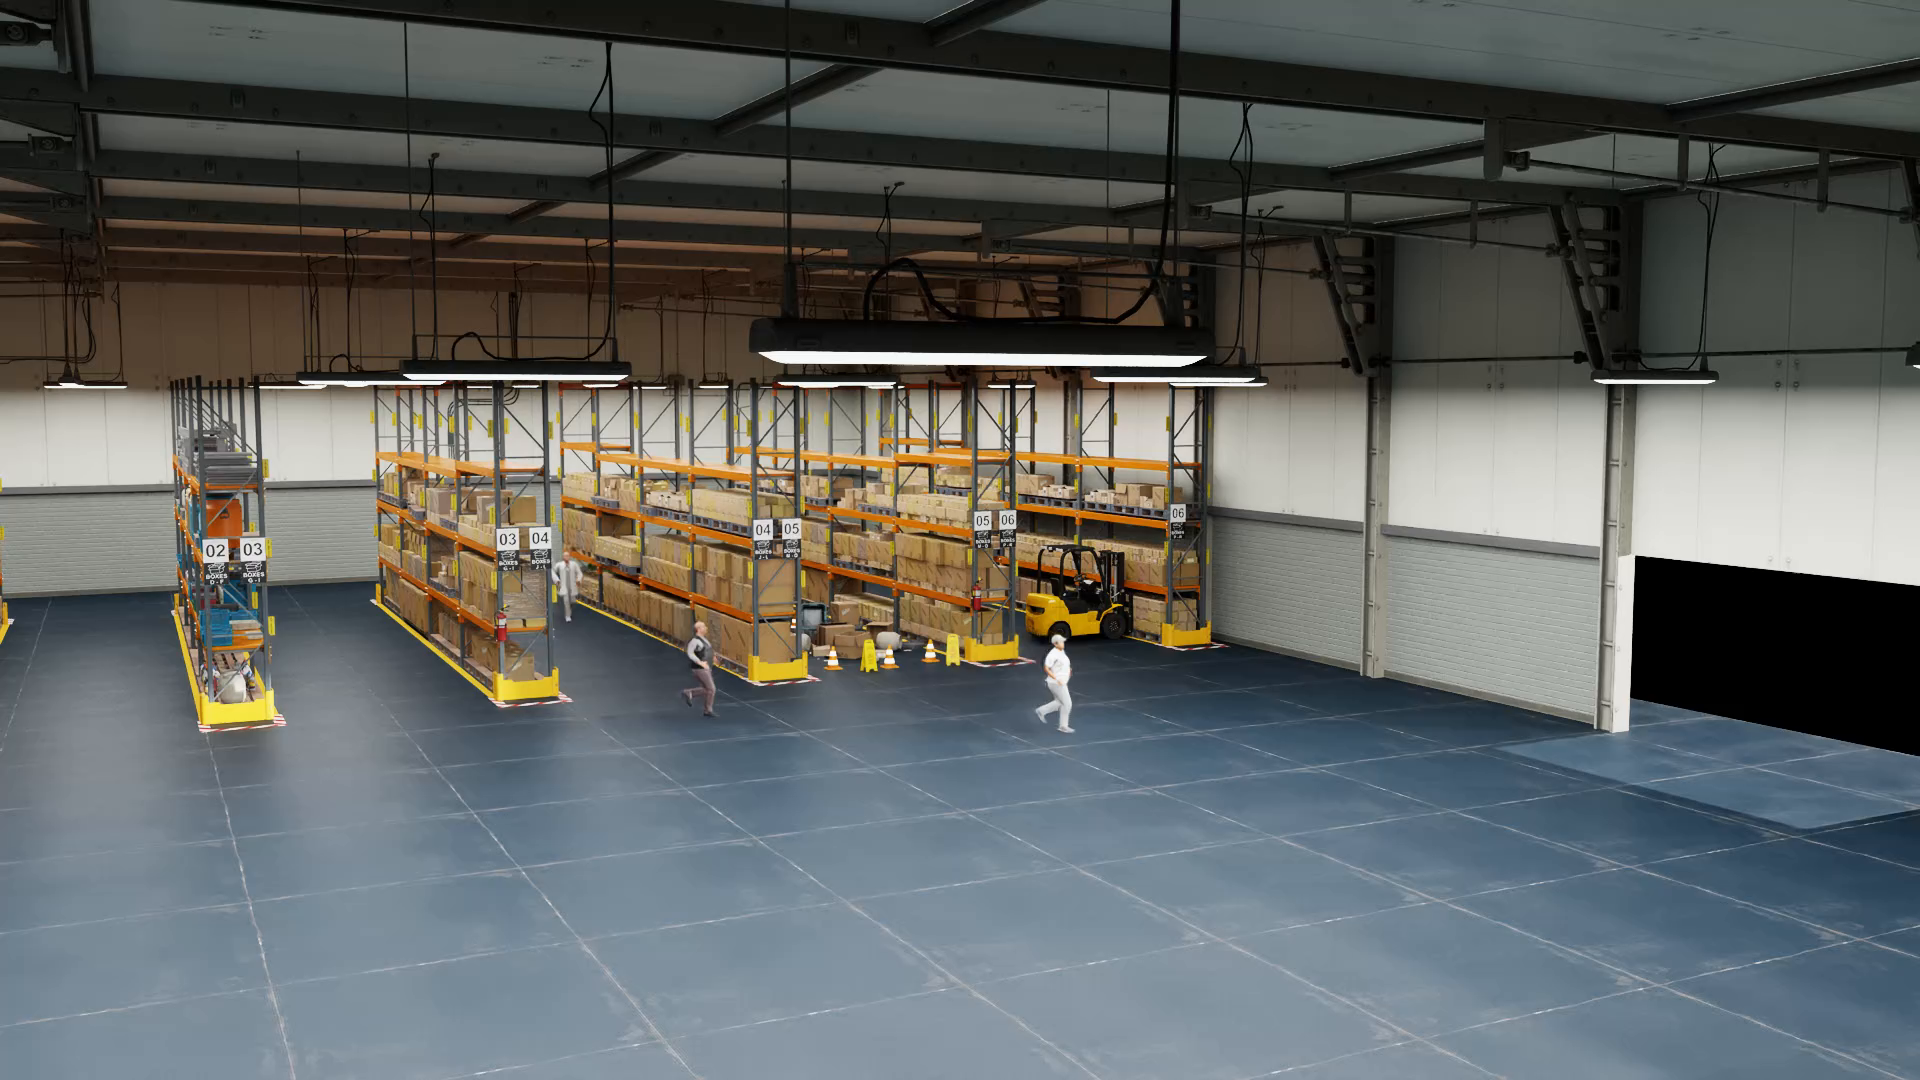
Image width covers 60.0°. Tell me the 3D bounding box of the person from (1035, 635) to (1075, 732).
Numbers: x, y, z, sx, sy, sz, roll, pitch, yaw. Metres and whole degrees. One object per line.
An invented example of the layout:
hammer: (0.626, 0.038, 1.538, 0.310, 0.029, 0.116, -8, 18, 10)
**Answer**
person: (1.605, 2.419, 28.123, 0.705, 1.660, 0.602, 1, 5, 15)

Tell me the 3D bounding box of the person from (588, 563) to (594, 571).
person: (-10.709, 0.529, 48.756, 0.714, 1.755, 0.722, 2, 5, 20)

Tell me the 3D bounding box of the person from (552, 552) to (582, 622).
person: (-9.840, 1.153, 41.619, 0.745, 1.733, 0.774, -2, 6, -23)

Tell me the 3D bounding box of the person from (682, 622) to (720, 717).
person: (-4.603, 2.284, 29.370, 0.722, 1.698, 0.661, 1, 5, 10)
